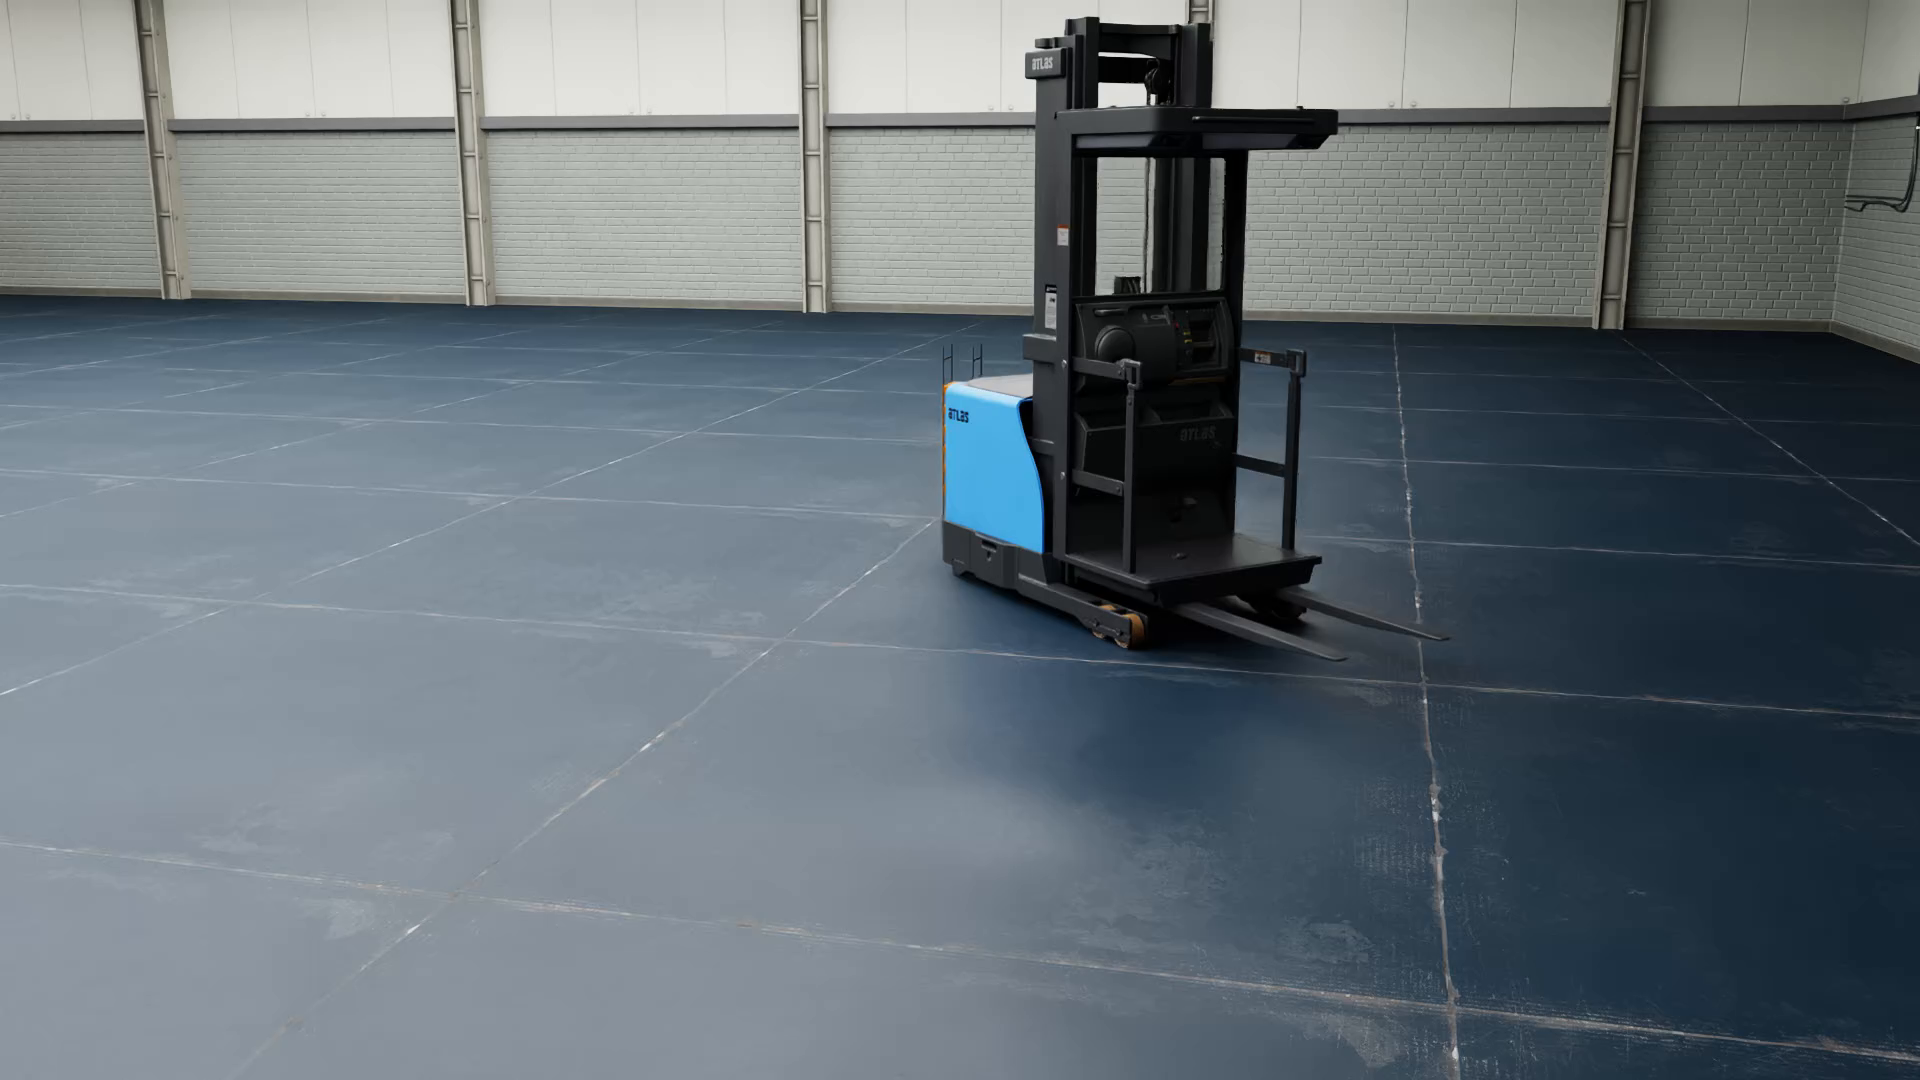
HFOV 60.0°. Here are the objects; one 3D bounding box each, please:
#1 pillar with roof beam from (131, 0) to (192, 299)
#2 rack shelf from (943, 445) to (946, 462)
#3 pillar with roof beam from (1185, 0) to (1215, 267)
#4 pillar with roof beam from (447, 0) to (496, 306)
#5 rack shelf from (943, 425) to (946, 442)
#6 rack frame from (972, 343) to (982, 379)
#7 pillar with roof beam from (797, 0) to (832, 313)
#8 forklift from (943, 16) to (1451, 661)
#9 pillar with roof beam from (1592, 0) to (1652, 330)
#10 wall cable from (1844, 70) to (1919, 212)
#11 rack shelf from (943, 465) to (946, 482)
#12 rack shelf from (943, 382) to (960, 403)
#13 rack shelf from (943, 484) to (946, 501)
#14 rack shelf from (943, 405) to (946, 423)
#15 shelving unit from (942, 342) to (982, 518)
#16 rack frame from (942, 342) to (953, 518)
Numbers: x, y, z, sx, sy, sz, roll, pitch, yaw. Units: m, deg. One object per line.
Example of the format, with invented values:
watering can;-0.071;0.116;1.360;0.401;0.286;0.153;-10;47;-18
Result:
pillar with roof beam;-14.980;-7.792;24.576;0.400;9.000;9.100;3;13;14
rack shelf;0.014;-0.542;10.110;0.180;0.103;0.258;3;13;14
pillar with roof beam;2.496;-6.857;20.366;0.400;9.000;9.100;3;13;14
pillar with roof beam;-9.154;-7.480;23.173;0.400;9.000;9.100;3;13;14
rack shelf;0.014;-0.659;10.084;0.180;0.103;0.258;3;13;14
rack frame;0.103;-0.580;10.079;0.006;1.200;0.240;3;13;14
pillar with roof beam;-3.329;-7.169;21.769;0.400;9.000;9.100;3;13;14
forklift;1.089;-1.030;8.110;1.130;2.935;3.031;-7;14;-30
pillar with roof beam;8.321;-6.546;18.962;0.400;9.000;9.100;3;13;14
wall cable;11.896;-5.504;21.437;0.112;2.526;3.097;3;13;14
rack shelf;0.014;-0.424;10.136;0.180;0.103;0.258;3;13;14
rack shelf;0.014;-0.893;10.032;0.180;0.103;0.258;3;13;14
rack shelf;0.014;-0.307;10.162;0.180;0.103;0.258;3;13;14
rack shelf;0.014;-0.776;10.058;0.180;0.103;0.258;3;13;14
shelving unit;0.014;-0.585;10.100;0.189;1.200;0.258;3;13;14
rack frame;-0.075;-0.590;10.122;0.006;1.200;0.240;3;13;14
